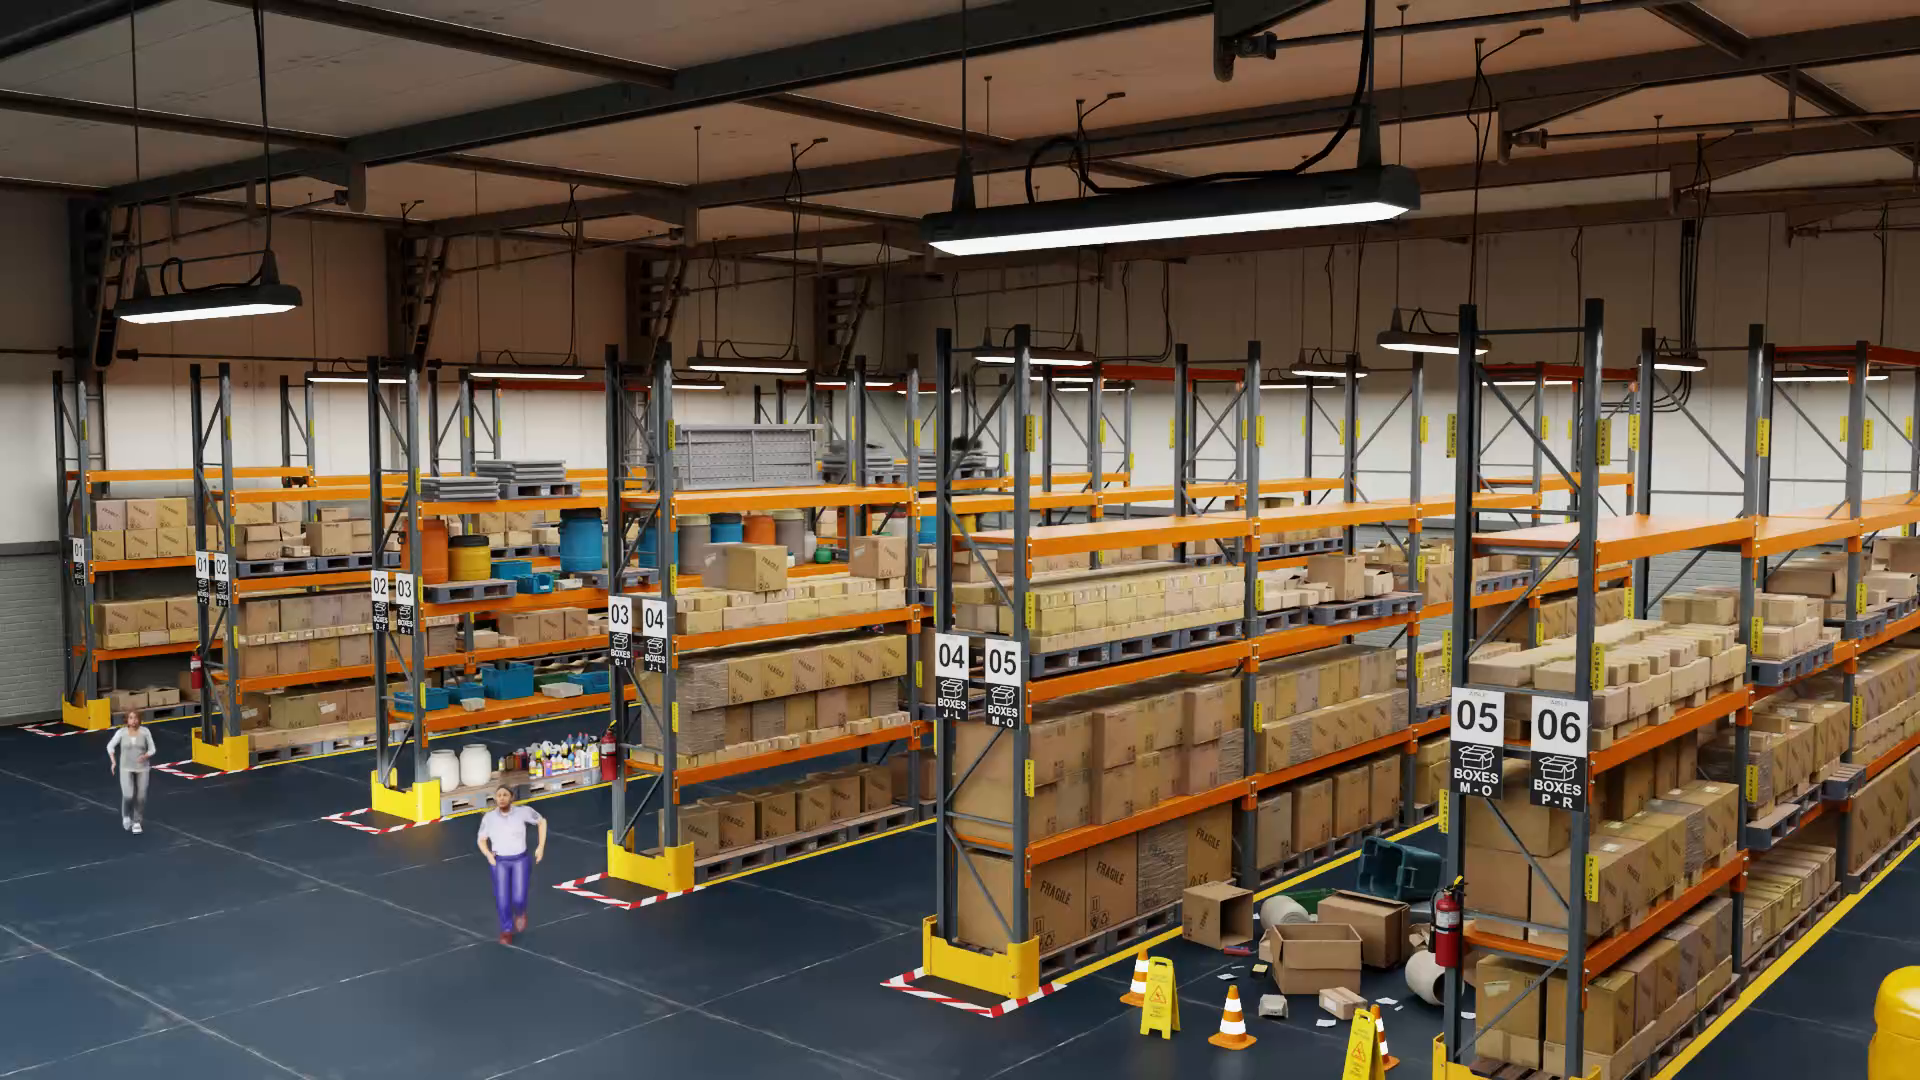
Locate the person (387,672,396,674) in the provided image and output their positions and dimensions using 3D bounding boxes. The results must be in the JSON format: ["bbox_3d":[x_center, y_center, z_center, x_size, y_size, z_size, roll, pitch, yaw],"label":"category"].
[{"bbox_3d":[-9.924,2.209,29.087,0.694,1.736,0.614,3,5,33],"label":"person"}]

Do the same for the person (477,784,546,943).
[{"bbox_3d":[-4.406,3.189,16.316,0.641,1.604,0.650,0,4,-6],"label":"person"}]

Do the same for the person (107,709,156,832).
[{"bbox_3d":[-10.272,2.882,20.660,0.525,1.561,0.591,-3,5,-32],"label":"person"}]
